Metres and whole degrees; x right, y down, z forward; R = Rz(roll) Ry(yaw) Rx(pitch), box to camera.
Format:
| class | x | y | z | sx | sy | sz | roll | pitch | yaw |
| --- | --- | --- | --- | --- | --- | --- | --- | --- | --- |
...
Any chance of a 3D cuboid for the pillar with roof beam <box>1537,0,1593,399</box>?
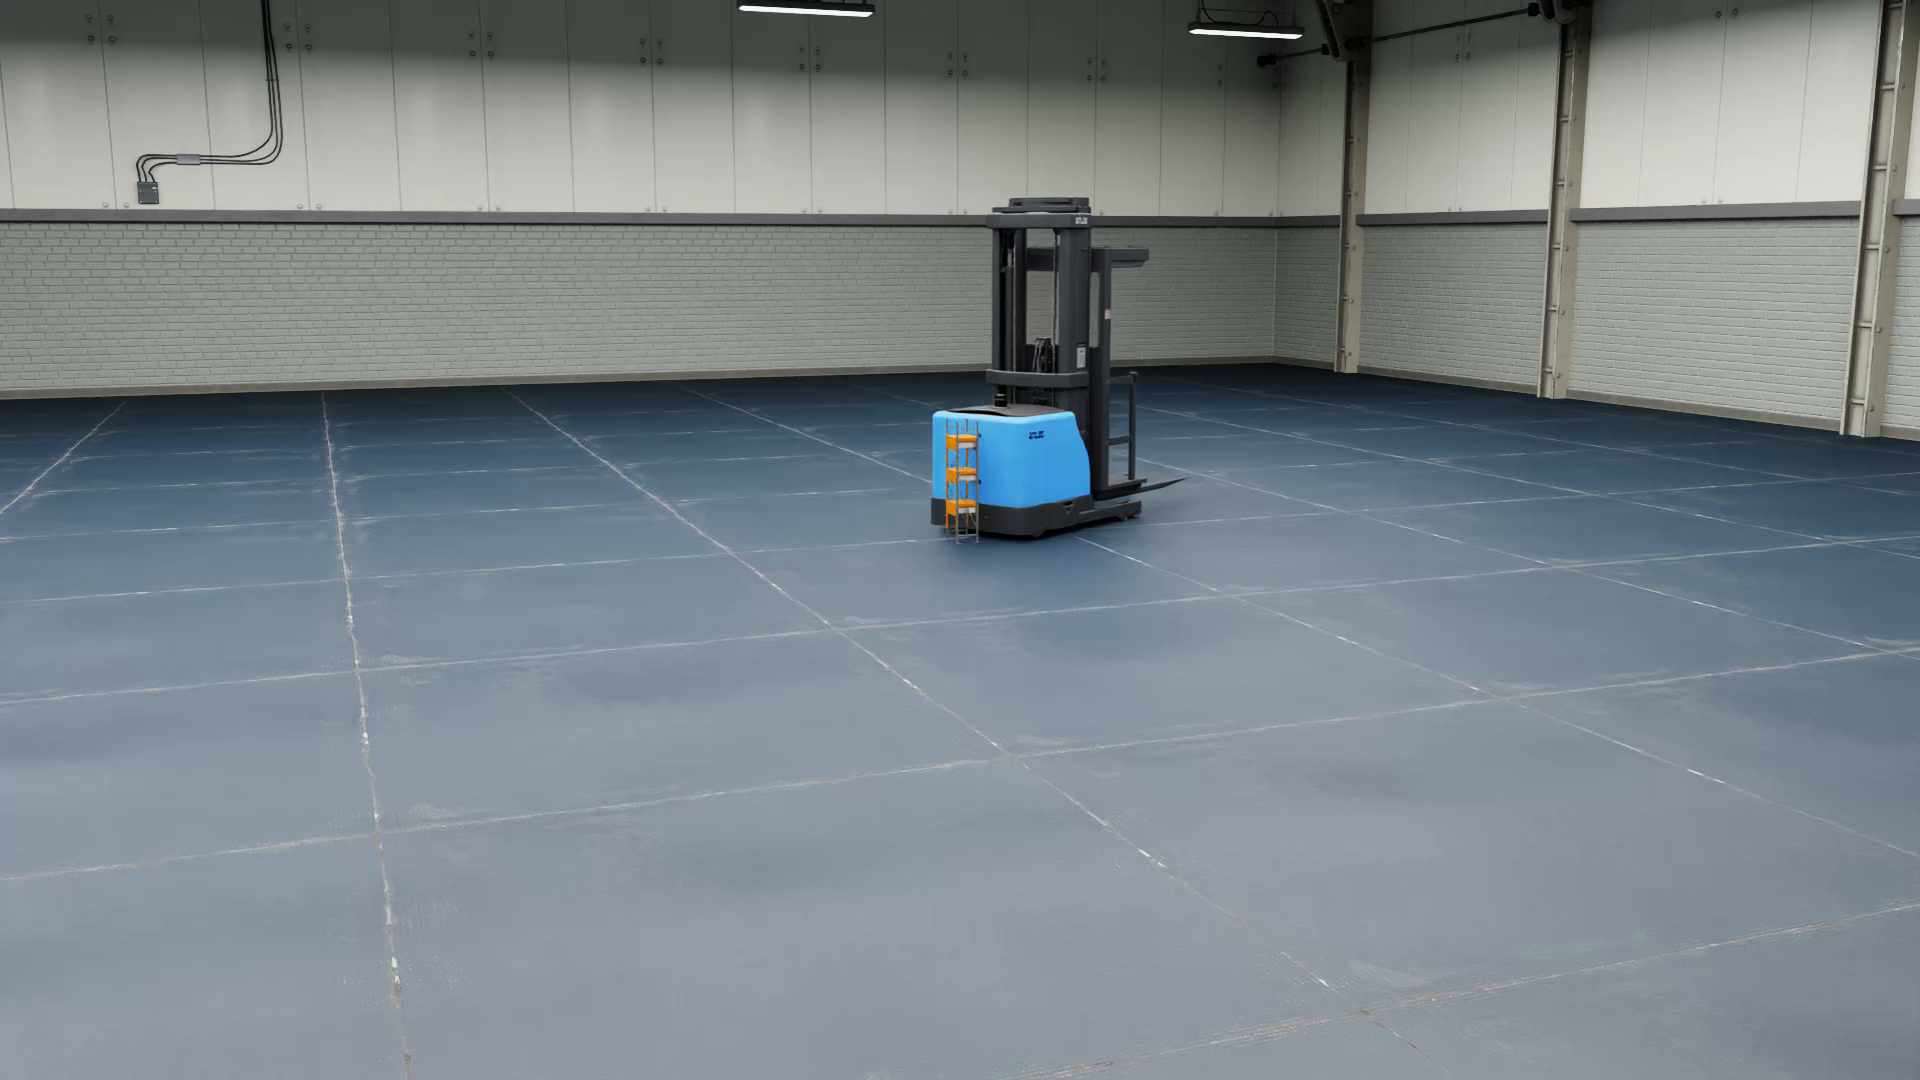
| class | x | y | z | sx | sy | sz | roll | pitch | yaw |
| --- | --- | --- | --- | --- | --- | --- | --- | --- | --- |
| pillar with roof beam | 5.904 | -6.544 | 25.516 | 9.100 | 9.000 | 0.548 | -4 | 11 | -21 |

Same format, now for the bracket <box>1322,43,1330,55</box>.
| class | x | y | z | sx | sy | sz | roll | pitch | yaw |
| --- | --- | --- | --- | --- | --- | --- | --- | --- | --- |
| bracket | 7.261 | -9.614 | 32.497 | 0.235 | 0.232 | 0.430 | -4 | 11 | -21 |

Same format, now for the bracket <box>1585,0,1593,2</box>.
| class | x | y | z | sx | sy | sz | roll | pitch | yaw |
| --- | --- | --- | --- | --- | --- | --- | --- | --- | --- |
| bracket | 10.670 | -8.079 | 23.865 | 0.076 | 0.066 | 4.783 | -4 | 11 | -21 |

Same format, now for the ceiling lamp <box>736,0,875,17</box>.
| class | x | y | z | sx | sy | sz | roll | pitch | yaw |
| --- | --- | --- | --- | --- | --- | --- | --- | --- | --- |
| ceiling lamp | -2.322 | -9.259 | 24.112 | 2.000 | 3.185 | 0.800 | -4 | 11 | -21 |

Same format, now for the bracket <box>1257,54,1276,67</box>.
| class | x | y | z | sx | sy | sz | roll | pitch | yaw |
| --- | --- | --- | --- | --- | --- | --- | --- | --- | --- |
| bracket | 6.402 | -10.001 | 34.672 | 0.235 | 0.232 | 0.430 | -4 | 11 | -21 |

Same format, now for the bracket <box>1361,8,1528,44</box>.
| class | x | y | z | sx | sy | sz | roll | pitch | yaw |
| --- | --- | --- | --- | --- | --- | --- | --- | --- | --- |
| bracket | 8.495 | -9.058 | 29.371 | 0.076 | 0.066 | 4.783 | -4 | 11 | -21 |

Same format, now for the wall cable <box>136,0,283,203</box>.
| class | x | y | z | sx | sy | sz | roll | pitch | yaw |
| --- | --- | --- | --- | --- | --- | --- | --- | --- | --- |
| wall cable | -12.598 | -8.637 | 27.569 | 2.305 | 6.003 | 0.169 | -4 | 11 | -21 |

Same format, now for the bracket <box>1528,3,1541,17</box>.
| class | x | y | z | sx | sy | sz | roll | pitch | yaw |
| --- | --- | --- | --- | --- | --- | --- | --- | --- | --- |
| bracket | 9.435 | -8.635 | 26.991 | 0.235 | 0.232 | 0.430 | -4 | 11 | -21 |

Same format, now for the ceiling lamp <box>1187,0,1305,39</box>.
| class | x | y | z | sx | sy | sz | roll | pitch | yaw |
| --- | --- | --- | --- | --- | --- | --- | --- | --- | --- |
| ceiling lamp | 4.519 | -9.725 | 26.731 | 2.000 | 3.185 | 0.800 | -4 | 11 | -21 |

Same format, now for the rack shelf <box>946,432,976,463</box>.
| class | x | y | z | sx | sy | sz | roll | pitch | yaw |
| --- | --- | --- | --- | --- | --- | --- | --- | --- | --- |
| rack shelf | 0.019 | -0.777 | 14.231 | 0.215 | 0.259 | 0.240 | -4 | 11 | -21 |

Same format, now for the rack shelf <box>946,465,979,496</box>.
| class | x | y | z | sx | sy | sz | roll | pitch | yaw |
| --- | --- | --- | --- | --- | --- | --- | --- | --- | --- |
| rack shelf | 0.019 | -0.498 | 14.280 | 0.215 | 0.259 | 0.240 | -4 | 11 | -21 |

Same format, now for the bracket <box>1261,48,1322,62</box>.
| class | x | y | z | sx | sy | sz | roll | pitch | yaw |
| --- | --- | --- | --- | --- | --- | --- | --- | --- | --- |
| bracket | 6.616 | -9.905 | 34.130 | 0.076 | 0.066 | 3.189 | -4 | 11 | -21 |

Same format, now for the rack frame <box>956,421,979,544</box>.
| class | x | y | z | sx | sy | sz | roll | pitch | yaw |
| --- | --- | --- | --- | --- | --- | --- | --- | --- | --- |
| rack frame | 0.063 | -0.488 | 14.167 | 0.200 | 1.050 | 0.008 | -4 | 11 | -21 |

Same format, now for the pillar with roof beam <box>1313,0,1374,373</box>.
| class | x | y | z | sx | sy | sz | roll | pitch | yaw |
| --- | --- | --- | --- | --- | --- | --- | --- | --- | --- |
| pillar with roof beam | 3.730 | -7.524 | 31.022 | 9.100 | 9.000 | 0.548 | -4 | 11 | -21 |

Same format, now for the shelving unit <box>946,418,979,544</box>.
| class | x | y | z | sx | sy | sz | roll | pitch | yaw |
| --- | --- | --- | --- | --- | --- | --- | --- | --- | --- |
| shelving unit | 0.019 | -0.508 | 14.278 | 0.215 | 1.050 | 0.252 | -4 | 11 | -21 |

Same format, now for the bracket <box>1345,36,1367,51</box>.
| class | x | y | z | sx | sy | sz | roll | pitch | yaw |
| --- | --- | --- | --- | --- | --- | --- | --- | --- | --- |
| bracket | 7.562 | -9.479 | 31.735 | 0.235 | 0.232 | 0.430 | -4 | 11 | -21 |

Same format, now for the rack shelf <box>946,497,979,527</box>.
| class | x | y | z | sx | sy | sz | roll | pitch | yaw |
| --- | --- | --- | --- | --- | --- | --- | --- | --- | --- |
| rack shelf | 0.019 | -0.224 | 14.329 | 0.215 | 0.259 | 0.240 | -4 | 11 | -21 |

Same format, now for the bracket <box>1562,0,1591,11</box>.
| class | x | y | z | sx | sy | sz | roll | pitch | yaw |
| --- | --- | --- | --- | --- | --- | --- | --- | --- | --- |
| bracket | 9.736 | -8.499 | 26.229 | 0.235 | 0.232 | 0.430 | -4 | 11 | -21 |

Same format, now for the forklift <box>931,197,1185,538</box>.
| class | x | y | z | sx | sy | sz | roll | pitch | yaw |
| --- | --- | --- | --- | --- | --- | --- | --- | --- | --- |
| forklift | 1.049 | -1.667 | 15.425 | 1.130 | 2.935 | 3.031 | 8 | 13 | 38 |

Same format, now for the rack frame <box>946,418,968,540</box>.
| class | x | y | z | sx | sy | sz | roll | pitch | yaw |
| --- | --- | --- | --- | --- | --- | --- | --- | --- | --- |
| rack frame | -0.025 | -0.528 | 14.390 | 0.200 | 1.050 | 0.008 | -4 | 11 | -21 |

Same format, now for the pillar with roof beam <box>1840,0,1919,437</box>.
| class | x | y | z | sx | sy | sz | roll | pitch | yaw |
| --- | --- | --- | --- | --- | --- | --- | --- | --- | --- |
| pillar with roof beam | 8.078 | -5.565 | 20.010 | 9.100 | 9.000 | 0.400 | -4 | 11 | -21 |
